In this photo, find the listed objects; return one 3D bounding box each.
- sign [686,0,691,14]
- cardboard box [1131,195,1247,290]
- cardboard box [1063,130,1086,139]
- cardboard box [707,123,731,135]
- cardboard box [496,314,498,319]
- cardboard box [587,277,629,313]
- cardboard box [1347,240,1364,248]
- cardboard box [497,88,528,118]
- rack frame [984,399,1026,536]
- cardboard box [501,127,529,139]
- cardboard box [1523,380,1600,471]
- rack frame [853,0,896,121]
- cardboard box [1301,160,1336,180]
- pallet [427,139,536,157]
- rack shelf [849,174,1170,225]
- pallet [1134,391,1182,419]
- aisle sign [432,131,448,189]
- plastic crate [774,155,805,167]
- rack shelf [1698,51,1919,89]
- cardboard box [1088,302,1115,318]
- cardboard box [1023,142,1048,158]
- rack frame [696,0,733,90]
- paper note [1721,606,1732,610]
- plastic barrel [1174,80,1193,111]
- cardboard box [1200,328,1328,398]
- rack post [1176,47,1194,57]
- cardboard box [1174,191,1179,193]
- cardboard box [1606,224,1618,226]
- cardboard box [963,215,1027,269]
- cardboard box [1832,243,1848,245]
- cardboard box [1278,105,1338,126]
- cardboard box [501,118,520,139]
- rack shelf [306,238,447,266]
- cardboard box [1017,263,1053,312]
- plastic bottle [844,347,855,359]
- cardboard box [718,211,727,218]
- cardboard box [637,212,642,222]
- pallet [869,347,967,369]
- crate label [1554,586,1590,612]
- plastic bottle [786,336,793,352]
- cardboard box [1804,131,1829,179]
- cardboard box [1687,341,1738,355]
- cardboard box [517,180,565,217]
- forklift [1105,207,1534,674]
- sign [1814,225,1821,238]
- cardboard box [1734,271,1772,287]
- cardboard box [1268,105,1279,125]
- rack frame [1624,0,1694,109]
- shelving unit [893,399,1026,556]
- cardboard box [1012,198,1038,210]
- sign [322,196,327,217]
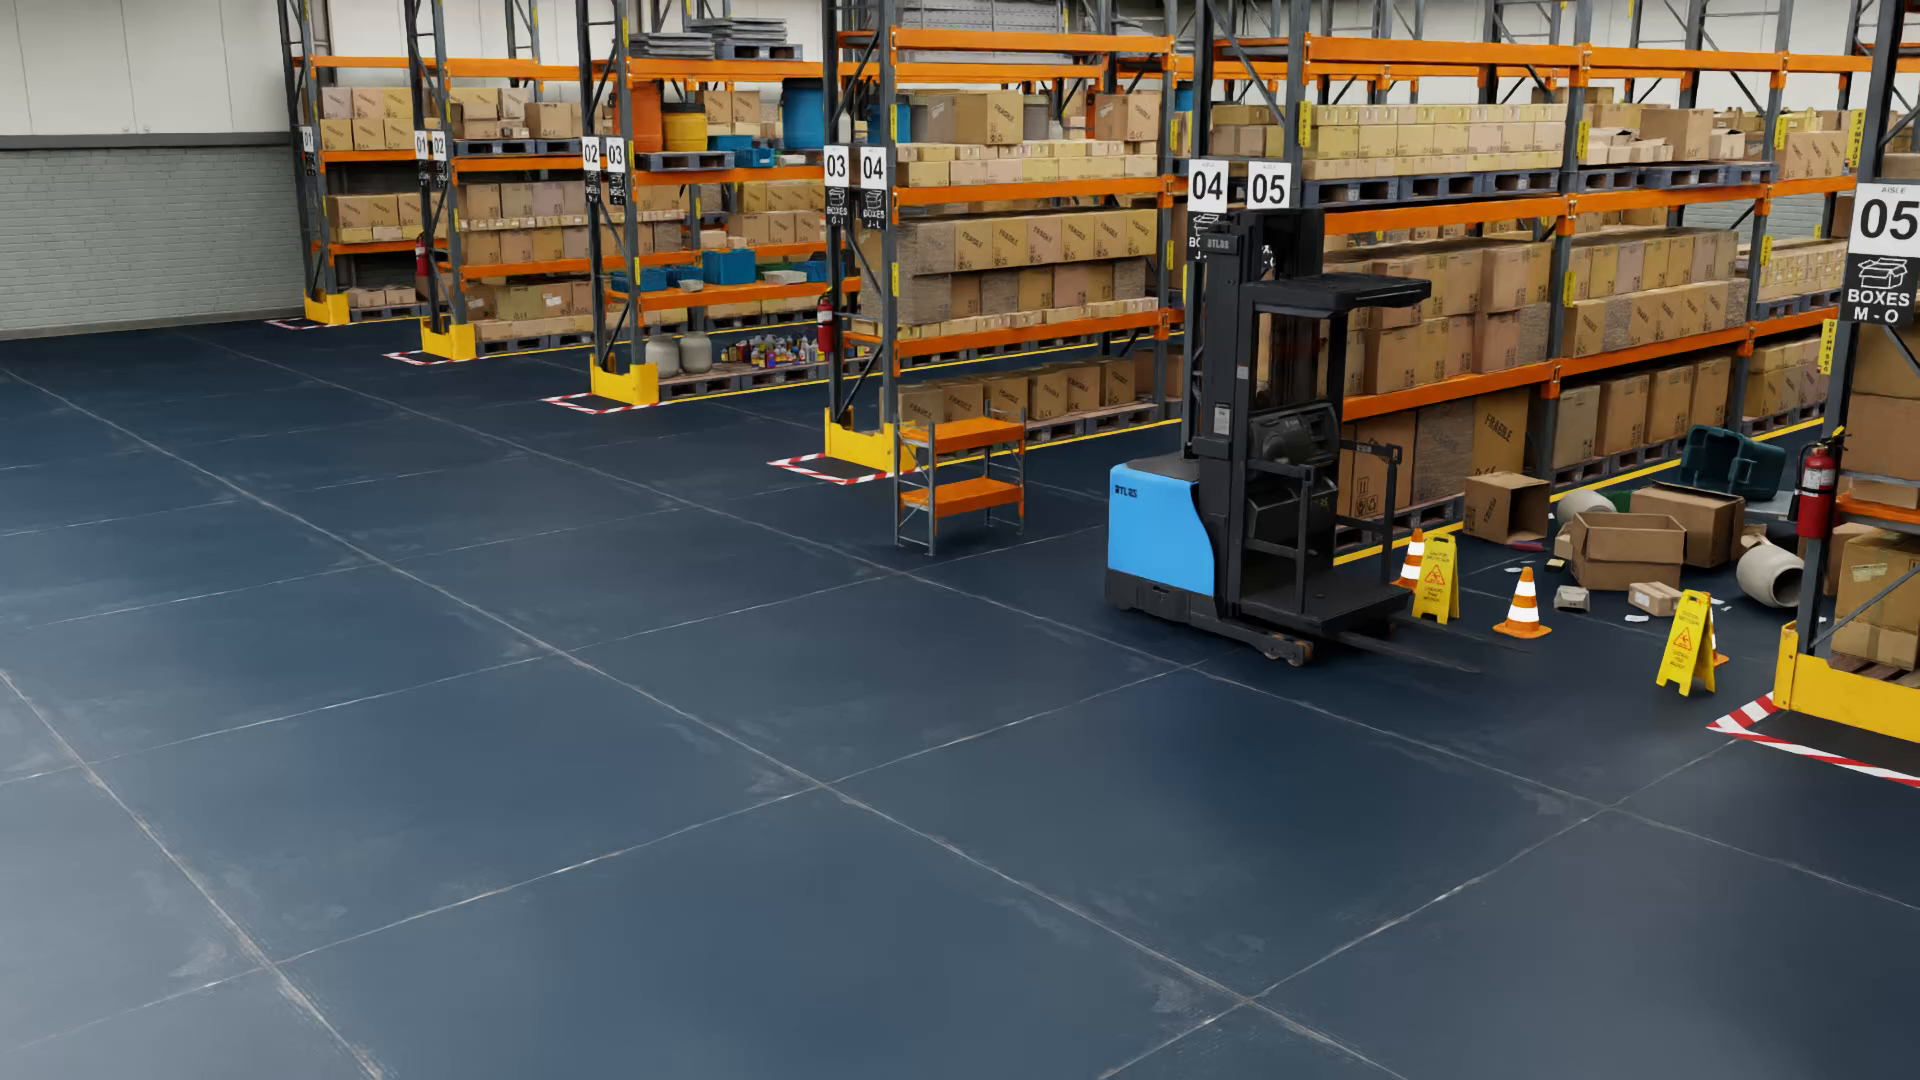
[{"bbox_3d":[-4.132,-8.173,25.293,0.005,0.325,0.100,-13,19,-39],"label":"sign"},{"bbox_3d":[2.713,-3.530,19.676,1.000,1.000,1.000,-12,19,-39],"label":"cardboard box"},{"bbox_3d":[2.086,-7.625,31.462,0.500,0.250,0.500,-13,19,-39],"label":"cardboard box"},{"bbox_3d":[-4.007,-6.541,26.590,0.500,0.250,0.500,-10,18,-34],"label":"cardboard box"},{"bbox_3d":[-6.915,-3.291,25.274,0.500,0.250,0.500,-13,19,-39],"label":"cardboard box"},{"bbox_3d":[-5.444,-3.807,25.750,0.500,0.500,0.500,-13,19,-39],"label":"cardboard box"},{"bbox_3d":[5.249,-3.788,22.424,0.500,0.500,0.500,-12,19,-38],"label":"cardboard box"},{"bbox_3d":[-7.932,-7.675,29.190,0.500,0.500,0.500,14,20,42],"label":"cardboard box"},{"bbox_3d":[0.389,-0.631,14.432,0.032,1.125,0.500,-13,19,-39],"label":"rack frame"},{"bbox_3d":[-6.492,-5.945,24.282,0.250,0.149,0.380,-13,19,-39],"label":"cardboard box"},{"bbox_3d":[5.611,-1.186,16.422,0.750,0.750,1.050,-13,20,-40],"label":"cardboard box"},{"bbox_3d":[-1.460,-8.435,28.391,0.127,3.000,1.000,-13,19,-39],"label":"rack frame"},{"bbox_3d":[2.653,-2.844,12.752,0.250,0.149,0.380,-12,19,-39],"label":"cardboard box"},{"bbox_3d":[-6.945,-5.703,24.146,1.213,0.211,1.003,-13,19,-39],"label":"pallet"},{"bbox_3d":[0.513,-3.693,17.843,4.000,0.370,1.077,-13,19,-39],"label":"rack shelf"},{"bbox_3d":[2.609,-1.715,20.261,1.213,0.211,1.003,-13,19,-39],"label":"pallet"},{"bbox_3d":[-7.344,-5.367,23.491,0.004,0.787,0.394,-13,19,-39],"label":"aisle sign"},{"bbox_3d":[-2.175,-4.865,21.350,0.396,0.136,0.243,-13,19,-39],"label":"plastic crate"},{"bbox_3d":[9.728,-5.321,18.903,4.000,0.370,1.077,-13,19,-39],"label":"rack shelf"},{"bbox_3d":[1.515,-2.580,18.582,0.250,0.149,0.380,-13,19,-39],"label":"cardboard box"},{"bbox_3d":[0.715,-4.135,17.624,0.250,0.149,0.380,-14,20,-41],"label":"cardboard box"},{"bbox_3d":[-4.715,-9.399,31.999,0.127,3.000,1.000,-13,19,-39],"label":"rack frame"},{"bbox_3d":[5.690,0.506,12.335,0.123,0.001,0.032,-13,19,-39],"label":"paper note"},{"bbox_3d":[3.619,-6.825,26.390,0.708,0.901,0.600,-13,19,-39],"label":"plastic barrel"},{"bbox_3d":[2.435,-1.414,13.439,0.550,0.550,0.875,-13,19,-39],"label":"cardboard box"},{"bbox_3d":[3.363,-7.539,26.003,0.954,0.300,0.937,-10,18,-33],"label":"rack post"},{"bbox_3d":[4.039,-7.209,33.293,0.500,0.500,0.500,-12,19,-38],"label":"cardboard box"},{"bbox_3d":[10.148,-4.916,26.555,0.500,0.250,0.500,-13,20,-40],"label":"cardboard box"},{"bbox_3d":[0.357,-3.136,17.469,0.500,0.500,0.500,-13,19,-39],"label":"cardboard box"},{"bbox_3d":[10.664,-3.476,19.972,0.250,0.149,0.380,-13,20,-41],"label":"cardboard box"},{"bbox_3d":[2.645,-3.228,12.645,0.250,0.149,0.380,-12,19,-39],"label":"cardboard box"},{"bbox_3d":[-7.953,-7.196,29.332,0.500,0.500,0.500,-12,19,-38],"label":"cardboard box"},{"bbox_3d":[-9.241,-5.136,29.061,4.000,0.370,1.077,-13,19,-39],"label":"rack shelf"},{"bbox_3d":[0.526,-2.799,18.146,0.500,0.500,0.875,-13,19,-39],"label":"cardboard box"},{"bbox_3d":[-1.526,-2.662,22.683,0.185,0.351,0.144,-13,20,-41],"label":"plastic bottle"},{"bbox_3d":[-4.637,-6.494,33.196,0.250,0.149,0.380,-12,19,-38],"label":"cardboard box"},{"bbox_3d":[-5.124,-5.002,25.713,0.250,0.149,0.380,-13,20,-39],"label":"cardboard box"},{"bbox_3d":[-0.662,-2.687,23.902,1.213,0.211,1.003,-13,19,-39],"label":"pallet"},{"bbox_3d":[4.555,0.432,12.366,0.250,0.136,0.298,5,16,18],"label":"crate label"},{"bbox_3d":[-2.339,-2.668,22.862,0.097,0.271,0.097,0,15,0],"label":"plastic bottle"},{"bbox_3d":[9.197,-4.253,18.354,0.500,0.500,0.500,-13,19,-39],"label":"cardboard box"},{"bbox_3d":[8.563,-2.149,19.060,0.500,0.250,0.500,-13,20,-41],"label":"cardboard box"},{"bbox_3d":[-6.322,-5.118,24.889,0.500,0.500,0.700,-13,19,-39],"label":"cardboard box"},{"bbox_3d":[2.442,-0.723,11.276,1.130,2.935,3.031,-13,20,-41],"label":"forklift"},{"bbox_3d":[10.875,-3.825,21.080,0.005,0.325,0.100,-13,19,-39],"label":"sign"},{"bbox_3d":[8.716,-2.893,18.364,0.250,0.149,0.380,-12,19,-37],"label":"cardboard box"},{"bbox_3d":[2.405,-3.399,13.284,0.250,0.149,0.380,-13,19,-39],"label":"cardboard box"},{"bbox_3d":[11.075,-7.861,26.242,0.127,3.000,1.000,-13,19,-39],"label":"rack frame"},{"bbox_3d":[0.005,-0.545,14.109,1.048,1.125,0.538,-13,19,-39],"label":"shelving unit"},{"bbox_3d":[1.053,-6.429,31.498,0.700,0.500,0.500,8,17,28],"label":"cardboard box"},{"bbox_3d":[-10.394,-5.458,27.193,0.005,0.325,0.100,-13,19,-39],"label":"sign"}]
